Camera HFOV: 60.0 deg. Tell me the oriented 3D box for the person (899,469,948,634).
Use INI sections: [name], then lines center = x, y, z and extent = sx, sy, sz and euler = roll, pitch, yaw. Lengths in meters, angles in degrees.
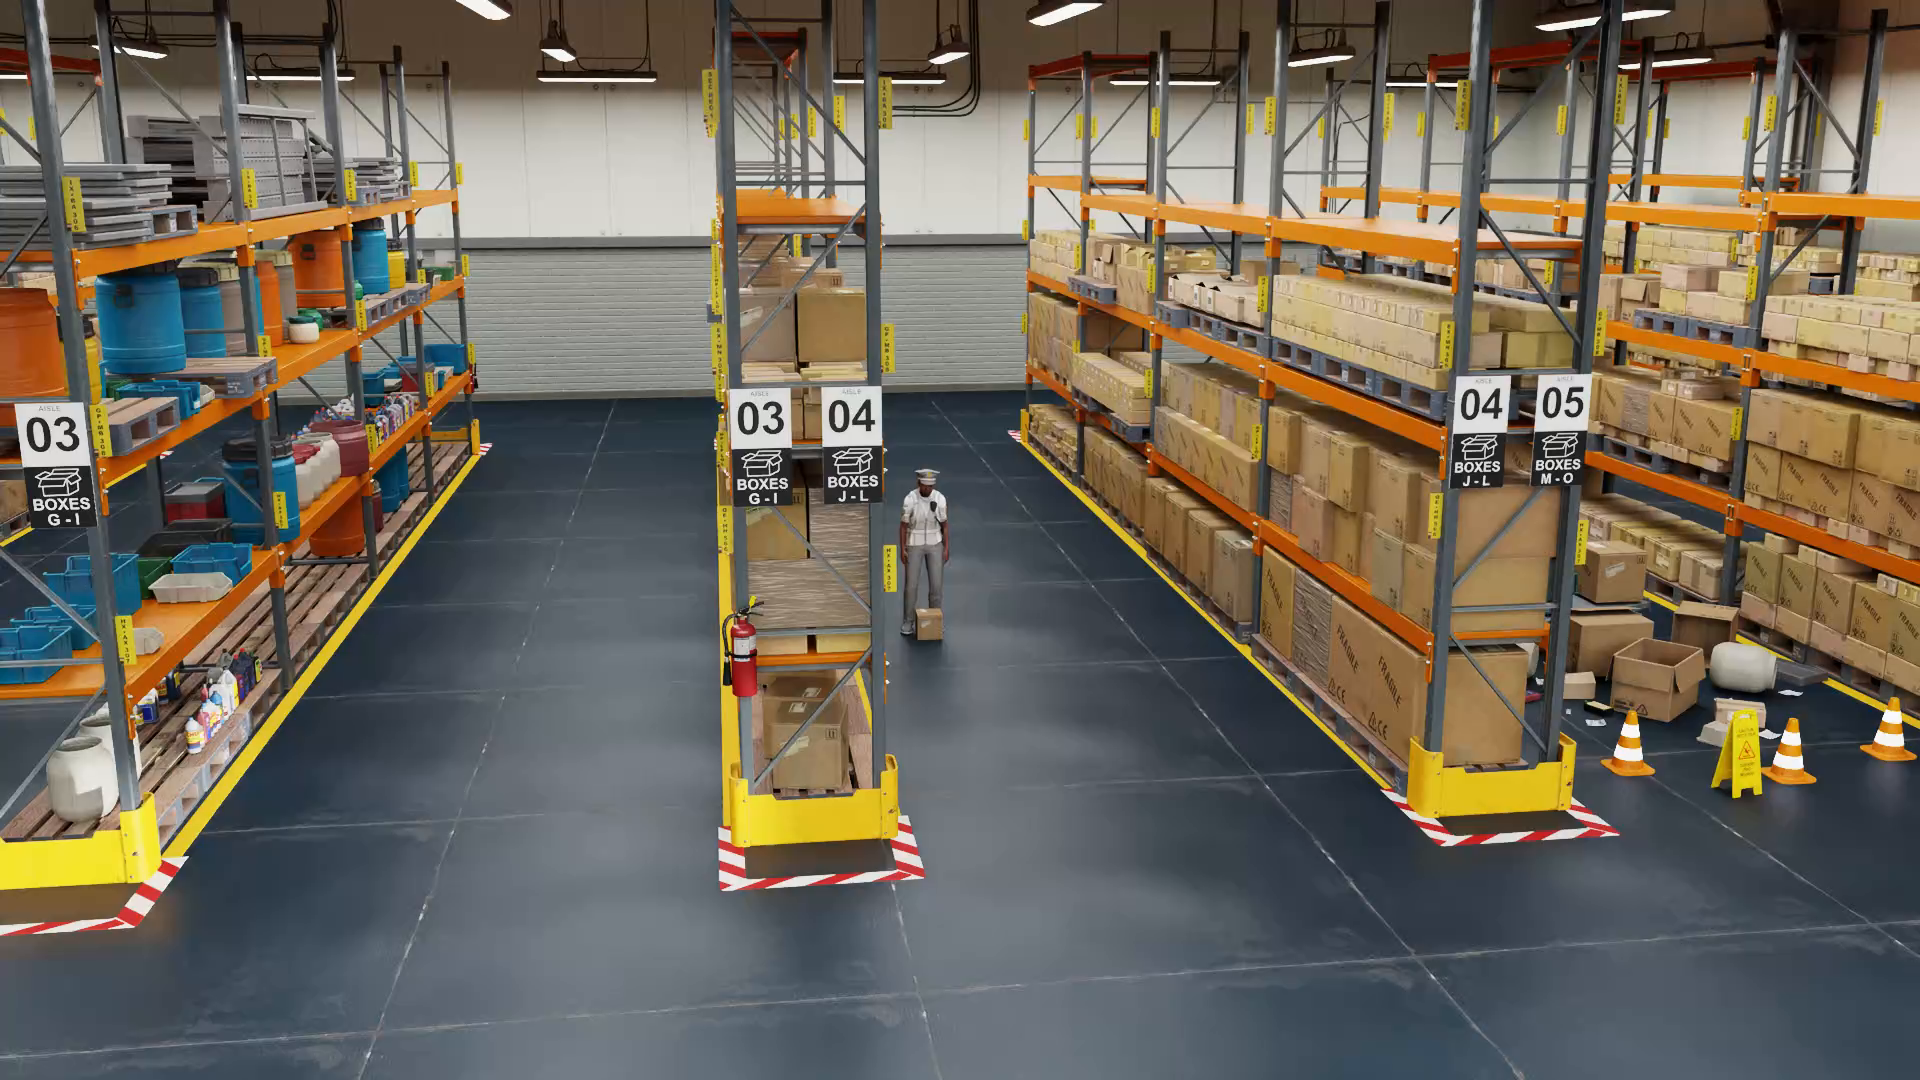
[person]
center = -0.355, 0.107, 16.538
extent = 0.503, 1.656, 0.315
euler = -2, 13, -9
